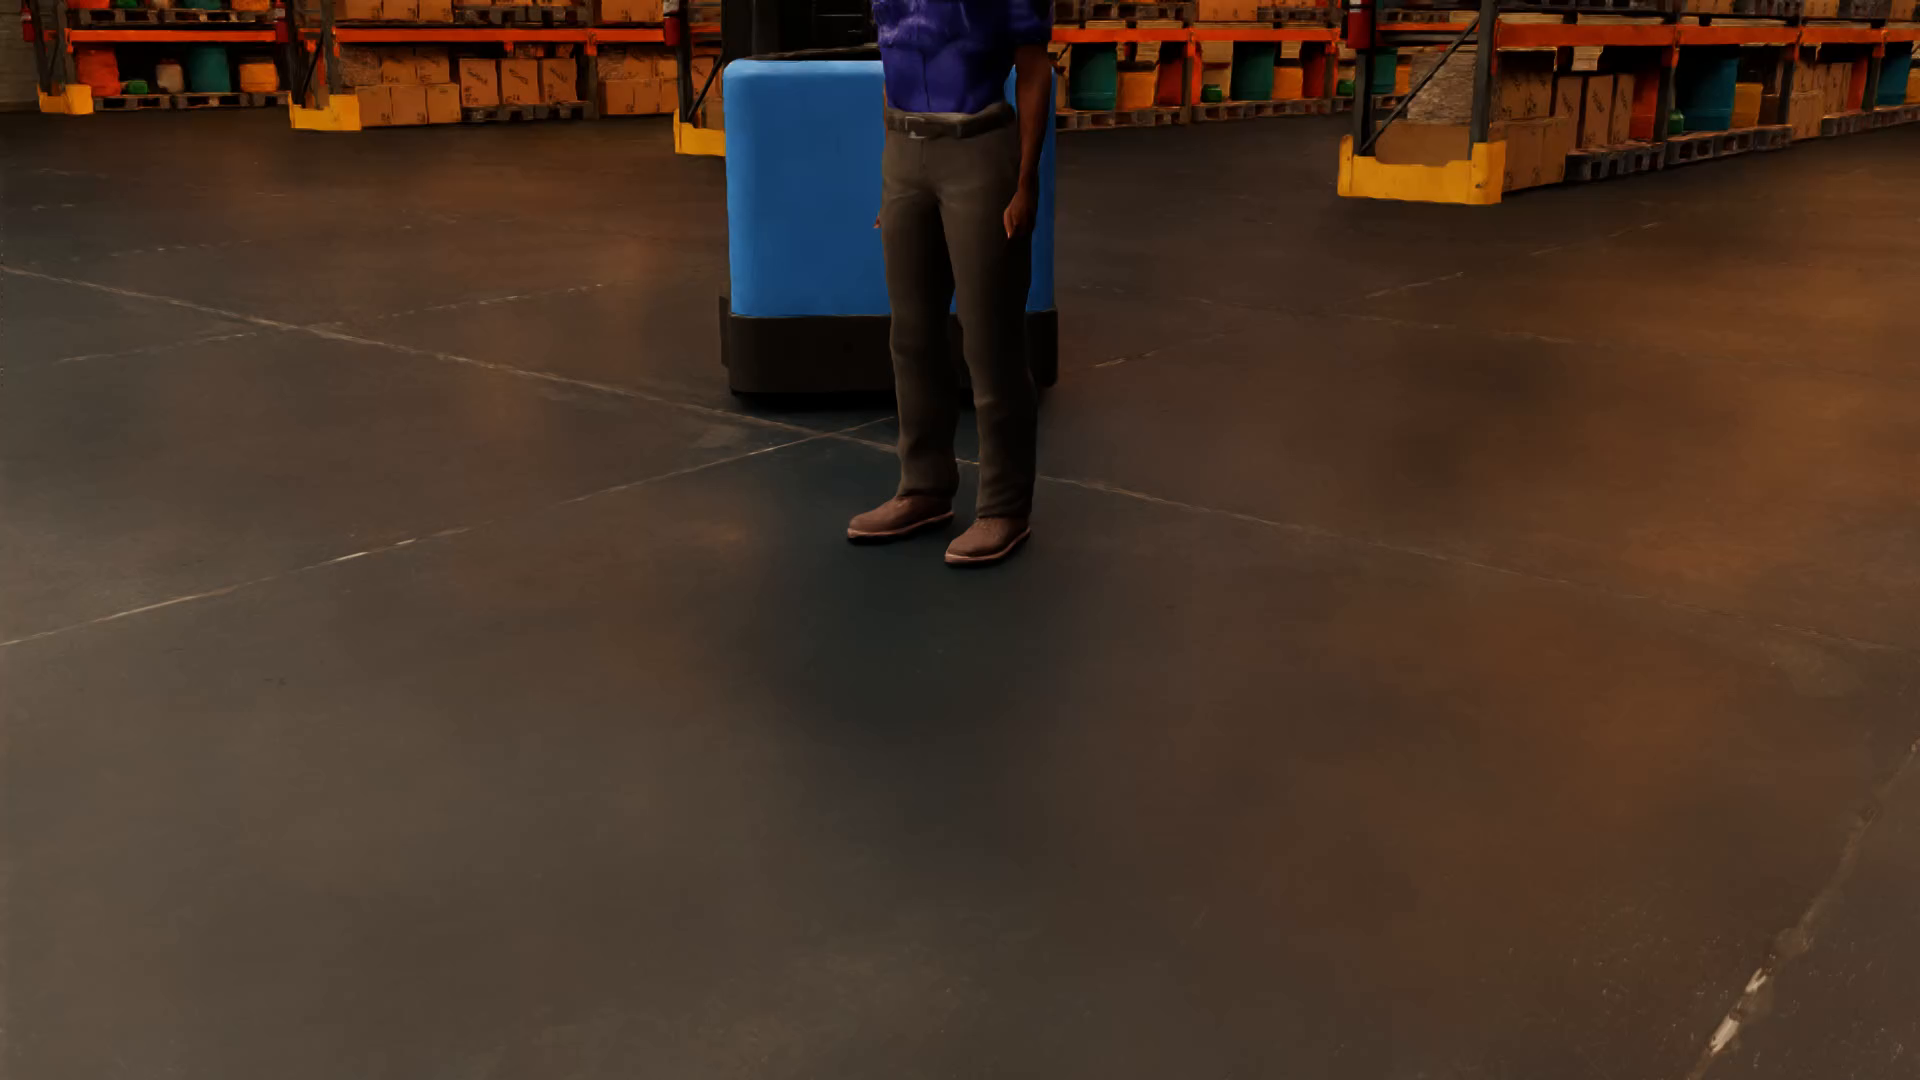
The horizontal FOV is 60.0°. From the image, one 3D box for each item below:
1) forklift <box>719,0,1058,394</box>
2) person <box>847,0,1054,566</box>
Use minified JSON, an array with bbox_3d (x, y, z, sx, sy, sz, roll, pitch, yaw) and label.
[{"bbox_3d":[-0.359,-2.244,6.287,1.130,2.935,3.031,-2,17,-6],"label":"forklift"},{"bbox_3d":[-0.020,-0.788,3.688,0.446,1.662,0.320,13,21,37],"label":"person"}]
